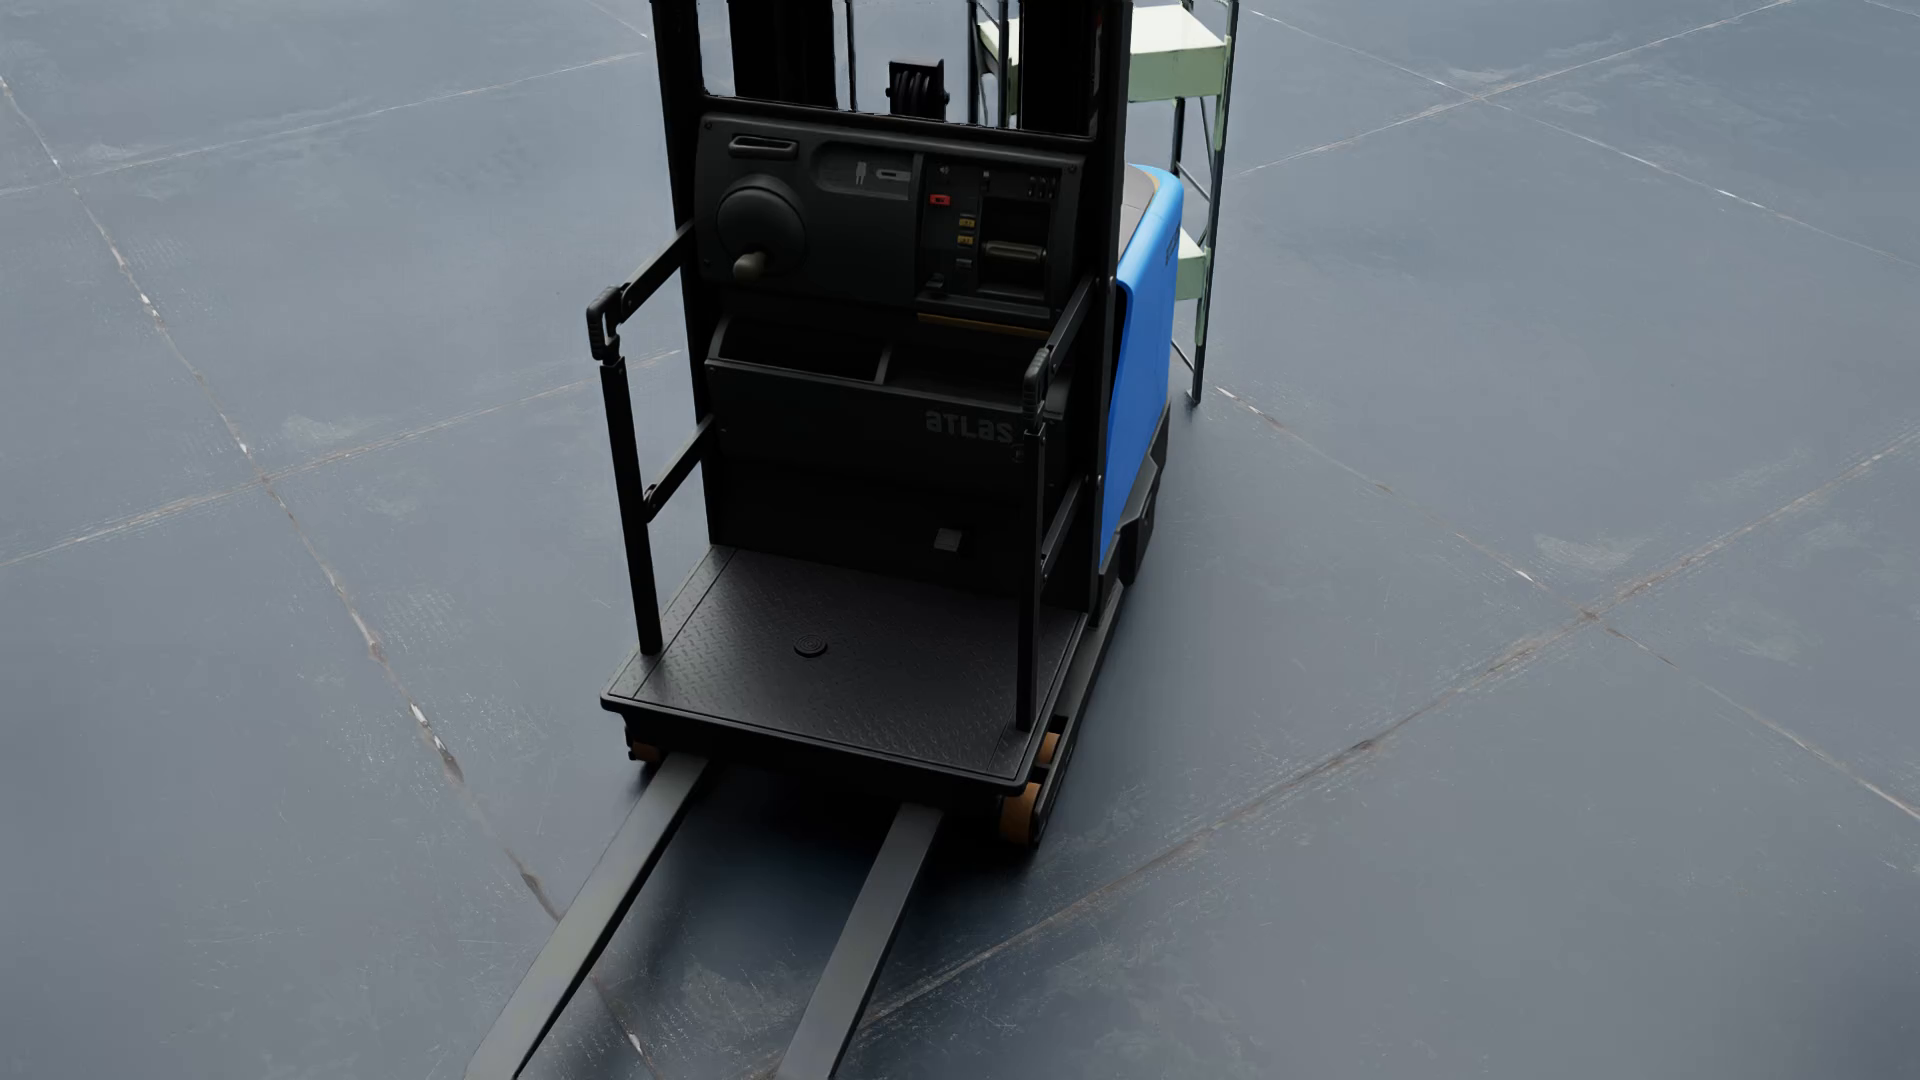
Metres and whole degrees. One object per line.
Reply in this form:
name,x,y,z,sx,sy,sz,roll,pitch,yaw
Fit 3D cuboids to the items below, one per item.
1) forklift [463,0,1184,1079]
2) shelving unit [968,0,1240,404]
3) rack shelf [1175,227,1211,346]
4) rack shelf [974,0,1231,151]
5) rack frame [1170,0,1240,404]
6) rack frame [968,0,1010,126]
forklift,-0.238,-0.685,3.692,1.130,2.935,3.031,10,37,14
shelving unit,0.442,-1.154,5.570,0.755,1.500,0.431,-9,37,-12
rack shelf,0.442,-0.889,5.760,0.720,0.370,0.431,-9,37,-12
rack shelf,0.442,-1.470,5.342,0.720,0.370,0.431,-9,37,-12
rack frame,0.796,-1.207,5.644,0.023,1.500,0.400,-9,37,-12
rack frame,0.087,-1.100,5.495,0.023,1.500,0.400,-9,37,-12
